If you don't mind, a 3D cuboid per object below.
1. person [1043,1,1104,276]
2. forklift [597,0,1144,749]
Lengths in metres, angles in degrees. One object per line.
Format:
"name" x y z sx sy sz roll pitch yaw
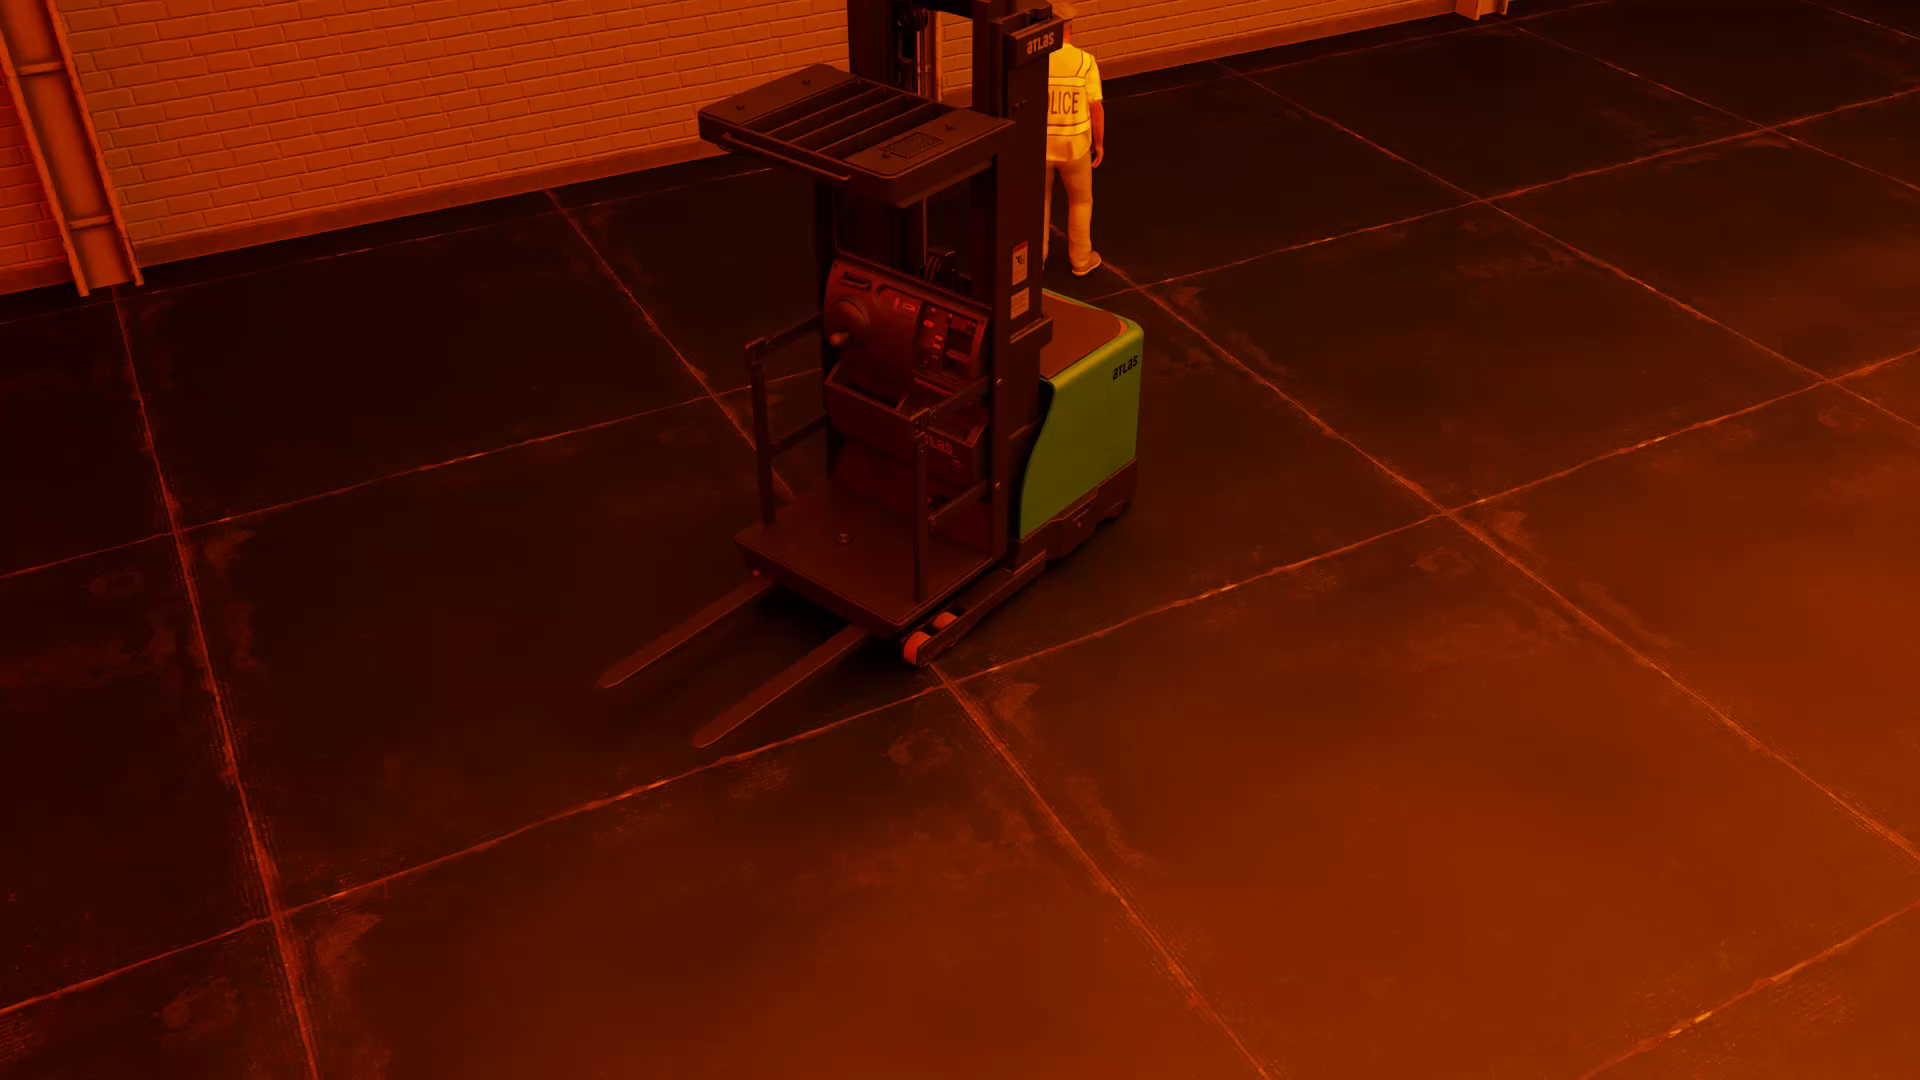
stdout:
"person" 0.638 -2.552 10.757 0.605 1.747 0.443 6 36 8
"forklift" -0.390 -0.927 7.434 1.130 2.935 3.031 26 43 31
